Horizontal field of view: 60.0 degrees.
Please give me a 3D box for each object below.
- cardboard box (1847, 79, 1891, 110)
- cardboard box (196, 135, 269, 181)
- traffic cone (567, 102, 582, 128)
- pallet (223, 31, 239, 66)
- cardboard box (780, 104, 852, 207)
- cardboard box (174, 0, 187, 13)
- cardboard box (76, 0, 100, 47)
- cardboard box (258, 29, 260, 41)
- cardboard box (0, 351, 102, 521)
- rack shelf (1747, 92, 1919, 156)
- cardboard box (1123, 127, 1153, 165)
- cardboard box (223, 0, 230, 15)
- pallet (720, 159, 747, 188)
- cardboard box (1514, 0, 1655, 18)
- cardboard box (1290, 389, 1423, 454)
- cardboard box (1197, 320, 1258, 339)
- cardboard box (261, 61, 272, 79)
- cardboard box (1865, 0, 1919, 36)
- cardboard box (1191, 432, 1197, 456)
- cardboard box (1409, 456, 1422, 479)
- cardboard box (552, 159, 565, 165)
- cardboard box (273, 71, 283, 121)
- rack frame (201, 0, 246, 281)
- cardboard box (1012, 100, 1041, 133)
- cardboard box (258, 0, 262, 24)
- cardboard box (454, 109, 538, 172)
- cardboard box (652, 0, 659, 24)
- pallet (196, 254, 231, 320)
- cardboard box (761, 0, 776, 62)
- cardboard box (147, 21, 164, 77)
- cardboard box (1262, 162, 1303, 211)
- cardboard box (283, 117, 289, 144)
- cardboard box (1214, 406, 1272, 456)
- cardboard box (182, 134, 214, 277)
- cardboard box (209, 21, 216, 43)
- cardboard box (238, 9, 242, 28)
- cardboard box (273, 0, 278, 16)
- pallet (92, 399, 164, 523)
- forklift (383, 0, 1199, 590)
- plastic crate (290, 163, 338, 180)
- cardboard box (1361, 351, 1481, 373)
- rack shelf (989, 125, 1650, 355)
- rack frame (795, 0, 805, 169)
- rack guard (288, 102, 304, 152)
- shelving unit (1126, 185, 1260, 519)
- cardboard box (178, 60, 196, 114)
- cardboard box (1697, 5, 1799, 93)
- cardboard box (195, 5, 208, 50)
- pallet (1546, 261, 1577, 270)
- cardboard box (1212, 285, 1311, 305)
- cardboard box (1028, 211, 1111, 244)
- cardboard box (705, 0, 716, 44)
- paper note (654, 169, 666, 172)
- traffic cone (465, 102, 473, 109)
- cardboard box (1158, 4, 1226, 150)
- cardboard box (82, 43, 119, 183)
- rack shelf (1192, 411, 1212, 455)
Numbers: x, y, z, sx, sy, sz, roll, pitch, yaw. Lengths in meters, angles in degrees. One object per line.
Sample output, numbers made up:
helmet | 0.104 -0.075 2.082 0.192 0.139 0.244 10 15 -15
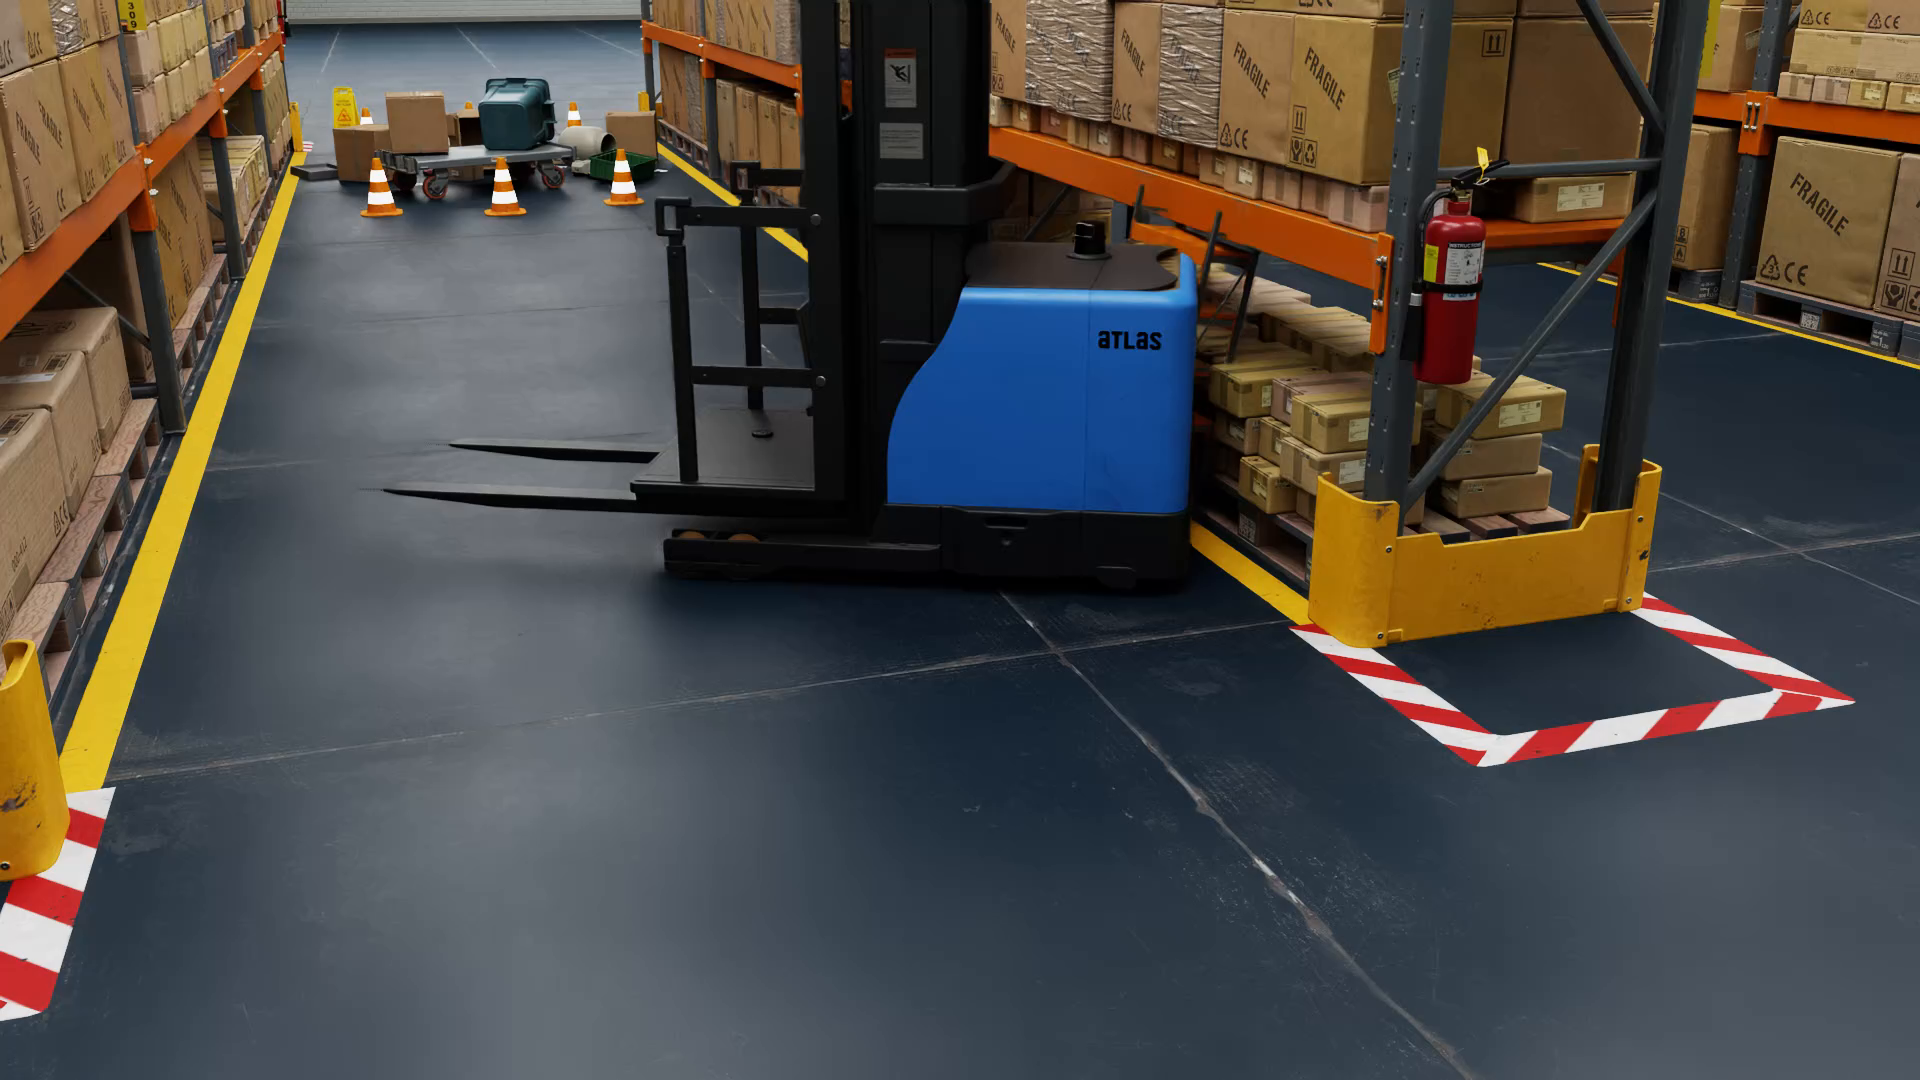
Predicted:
cardboard box | 5.230 -2.505 9.324 0.380 0.149 0.250 -6 21 -15
cardboard box | -6.468 -3.229 14.236 0.950 0.372 0.625 -6 21 -17
traffic cone | -4.407 -4.763 18.993 0.336 0.463 0.334 -6 21 -17
pallet | -6.039 -3.693 12.546 1.003 0.211 1.213 -6 21 -17
cardboard box | -0.817 -3.055 13.191 1.050 0.750 0.750 -7 21 -18
cardboard box | -4.649 -3.208 9.285 0.500 0.500 0.500 -6 21 -17
cardboard box | -3.559 -2.101 6.202 0.500 0.500 0.500 -7 21 -18
cardboard box | -6.716 -4.694 15.419 0.380 0.149 0.250 -6 21 -16
cardboard box | -3.744 -0.361 6.153 0.875 0.438 0.875 -7 21 -19
rack shelf | 5.915 -1.942 8.449 1.077 0.370 4.000 -6 21 -17
cardboard box | 0.913 -1.685 7.042 0.380 0.149 0.250 -6 21 -15
cardboard box | -5.794 -4.204 12.474 0.500 0.500 0.500 -7 21 -19
pallet | -1.654 -3.443 15.689 1.003 0.211 1.213 -6 21 -17
cardboard box | 1.914 -1.974 5.407 0.500 0.500 0.500 -7 21 -18
cardboard box | 1.397 -0.423 5.872 0.380 0.149 0.250 -6 21 -17
cardboard box | 1.034 -0.846 7.049 0.380 0.149 0.250 -7 21 -19
cardboard box | -6.710 -4.427 15.683 0.380 0.149 0.250 -6 20 -15
cardboard box | 5.342 -3.005 9.017 0.500 0.500 0.500 -6 21 -17
cardboard box | 1.032 -0.465 6.871 0.380 0.149 0.250 -7 21 -20
cardboard box | 1.783 -0.277 6.347 0.380 0.149 0.250 -6 21 -17
cardboard box | -4.257 -4.064 17.338 0.396 0.266 0.258 -3 20 -8
cardboard box | -7.074 -4.417 16.615 0.500 0.500 0.500 -7 21 -18
rack frame | -5.378 -3.153 10.757 1.000 3.000 0.127 -6 21 -17
cardboard box | 0.476 -2.109 8.221 0.380 0.149 0.250 -6 21 -16
cardboard box | -6.689 -4.953 15.181 0.500 0.500 0.500 -6 21 -17
cardboard box | -4.636 -4.015 16.650 0.797 0.637 0.503 -6 21 -17
cardboard box | -3.066 -6.235 19.115 0.875 0.550 0.550 -6 21 -17
pallet | -5.202 -1.579 10.502 1.003 0.211 1.213 -6 21 -17
cardboard box | -1.263 -4.034 13.063 0.500 0.500 0.500 -6 21 -17
cardboard box | -4.182 -2.369 8.058 0.500 0.250 0.500 -6 21 -16
cardboard box | 1.297 -1.263 5.867 0.380 0.149 0.250 -7 21 -18
cardboard box | -7.228 -4.226 17.190 0.500 0.250 0.500 -6 21 -17
cardboard box | 1.202 -0.445 6.375 0.380 0.149 0.250 -7 21 -19
cardboard box | -5.240 -2.120 10.403 0.875 0.875 0.875 -7 21 -18
cardboard box | -5.403 -3.543 11.594 0.380 0.149 0.250 -8 21 -21
cardboard box | -6.031 -4.215 13.463 0.380 0.149 0.250 -7 21 -18
cardboard box | -7.461 -5.762 17.434 0.500 0.500 0.500 -7 21 -18
pallet | -3.956 -0.304 6.952 1.003 0.211 1.213 -6 21 -17
forklift | -0.641 -1.407 5.997 3.031 2.935 1.130 2 20 7
plastic crate | -6.351 -3.653 16.469 0.402 0.080 0.583 -15 25 -36
cardboard box | 1.803 -0.654 6.517 0.380 0.149 0.250 -6 21 -17
rack shelf | 1.175 -1.447 7.072 1.077 0.370 4.000 -6 21 -17
rack frame | -0.711 -3.711 12.311 1.000 3.000 0.127 -6 21 -17
rack guard | -7.869 -4.519 18.259 1.175 0.500 0.348 -6 21 -17
shelving unit | 0.811 -0.731 6.508 0.258 1.200 0.503 -1 22 -32
cardboard box | -4.467 -2.461 9.053 0.500 0.250 0.500 -7 21 -18
cardboard box | 4.880 -3.090 10.435 0.500 0.500 0.500 -6 21 -17
cardboard box | -4.985 -3.189 10.340 0.500 0.250 0.500 -6 21 -17
pallet | 4.585 -2.242 12.345 1.003 0.211 1.213 -6 21 -17
cardboard box | 1.385 -1.066 7.664 0.380 0.149 0.250 -7 21 -19
cardboard box | 0.566 -1.714 9.828 0.500 0.500 0.500 -6 20 -15
cardboard box | -2.058 -4.844 15.319 0.500 0.500 0.500 -6 21 -17
paper note | -3.039 -3.717 16.720 0.142 0.020 0.147 12 23 30
traffic cone | -5.586 -4.752 18.963 0.336 0.463 0.334 -6 21 -17
cardboard box | 1.093 -1.775 6.334 0.500 0.500 0.500 -6 21 -17
cardboard box | -3.566 -1.630 6.369 0.500 0.500 0.500 -7 21 -19
rack shelf | 0.762 -0.483 6.592 0.258 0.148 0.480 -1 22 -32
